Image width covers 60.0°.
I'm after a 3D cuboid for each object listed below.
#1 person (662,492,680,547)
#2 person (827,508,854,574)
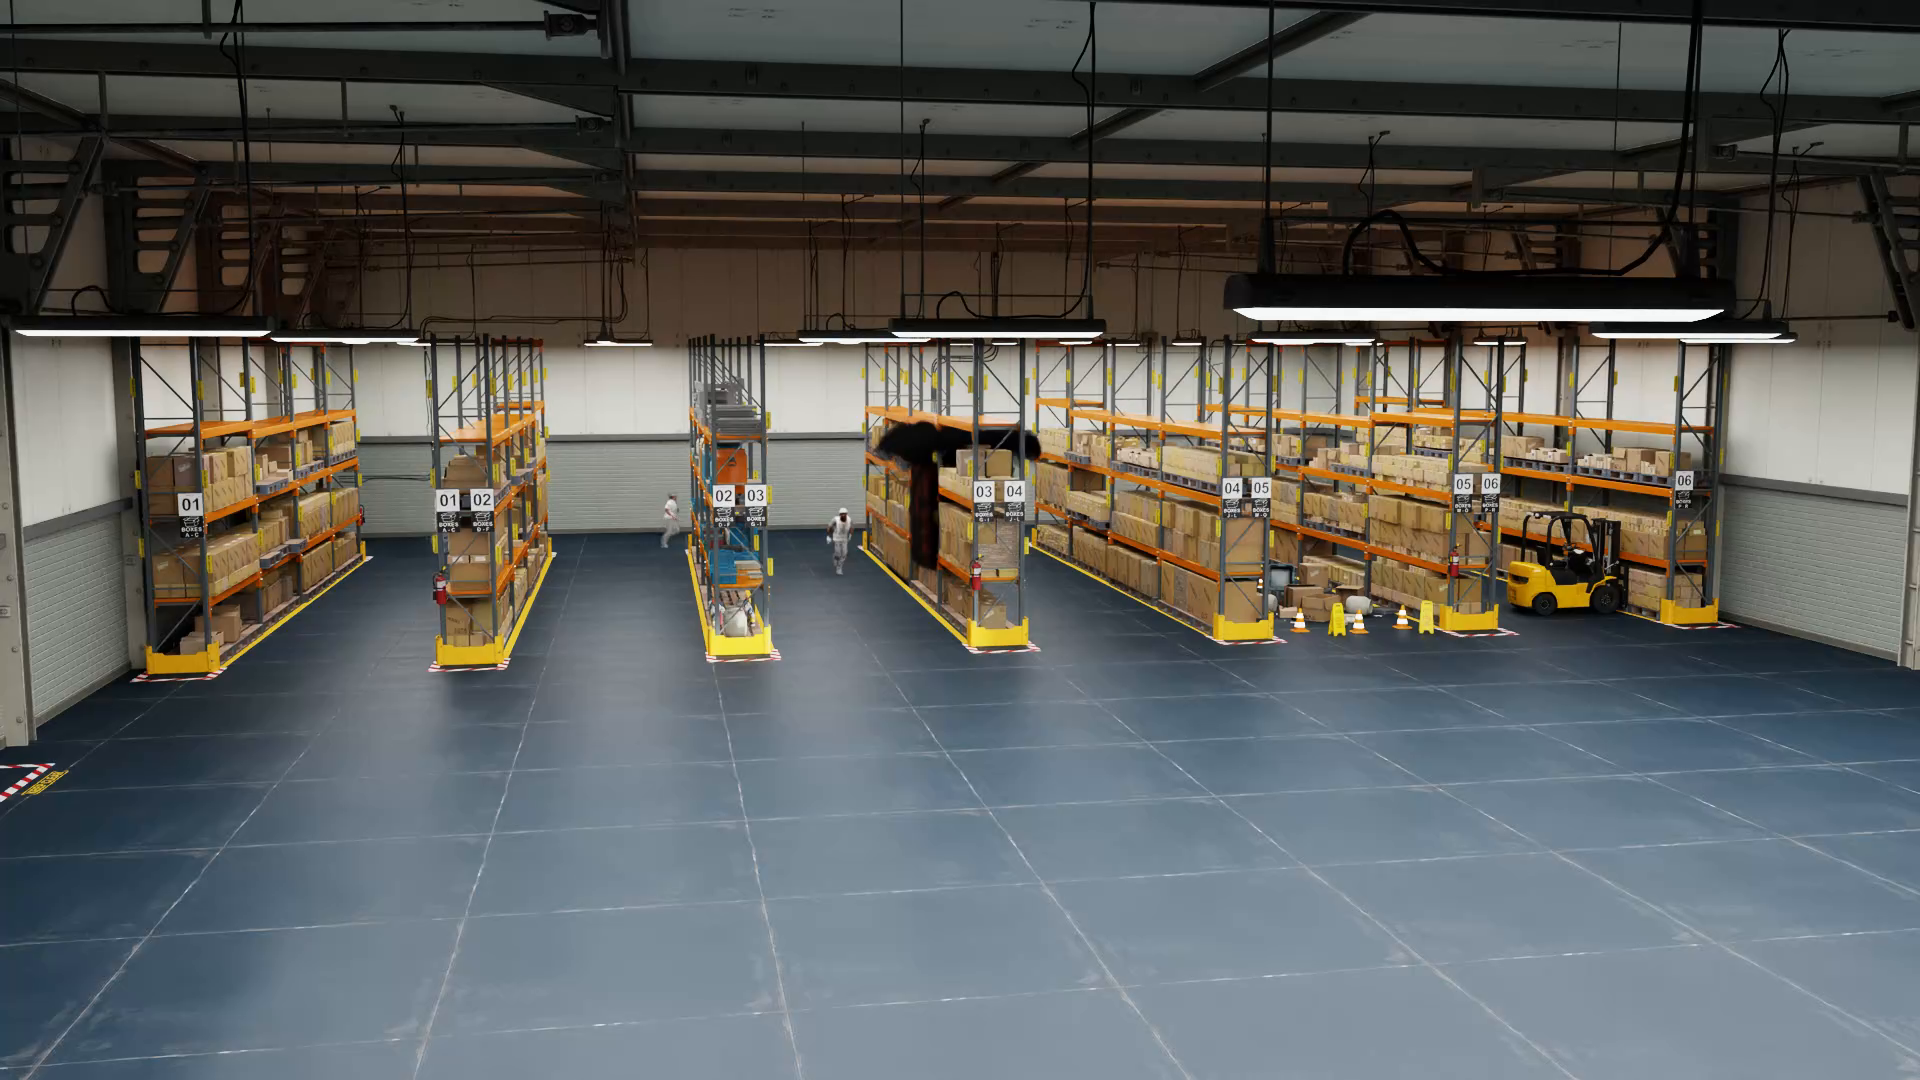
[{"bbox_3d":[-8.392,-0.609,48.470,0.491,1.587,0.715,2,7,13],"label":"person"},{"bbox_3d":[-3.054,0.010,42.518,0.680,1.708,0.706,-3,7,-27],"label":"person"}]
